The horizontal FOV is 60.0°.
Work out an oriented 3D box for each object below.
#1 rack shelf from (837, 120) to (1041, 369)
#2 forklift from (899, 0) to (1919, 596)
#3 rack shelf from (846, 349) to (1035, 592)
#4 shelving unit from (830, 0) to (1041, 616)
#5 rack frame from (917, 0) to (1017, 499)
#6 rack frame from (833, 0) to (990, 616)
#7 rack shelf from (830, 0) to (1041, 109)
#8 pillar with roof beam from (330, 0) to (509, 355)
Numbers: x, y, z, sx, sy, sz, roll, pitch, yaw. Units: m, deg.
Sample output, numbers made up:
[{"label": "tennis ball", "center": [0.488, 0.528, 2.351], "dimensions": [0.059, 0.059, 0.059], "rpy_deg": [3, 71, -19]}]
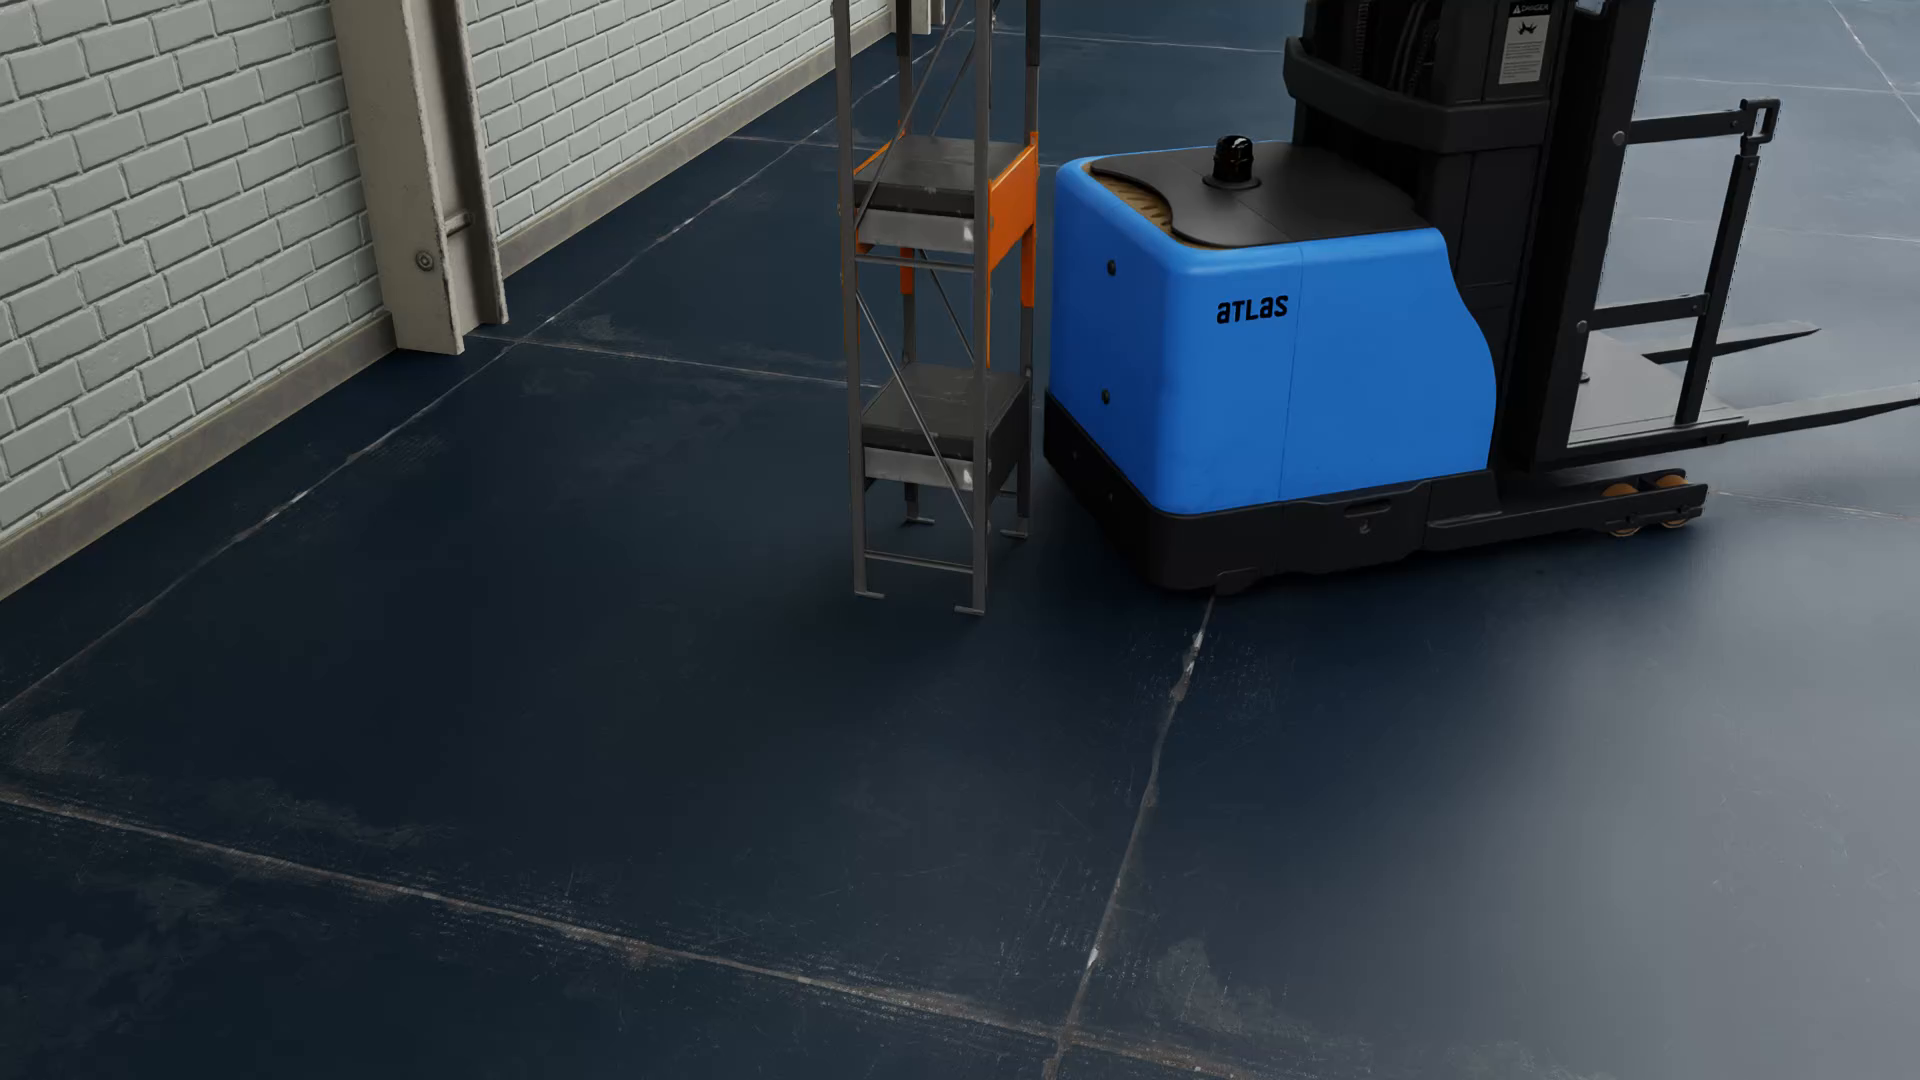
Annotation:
[{"label": "rack shelf", "center": [-0.049, -0.829, 4.608], "dimensions": [0.431, 0.518, 0.480], "rpy_deg": [8, 30, 15]}, {"label": "forklift", "center": [1.604, -1.486, 4.906], "dimensions": [3.560, 2.935, 1.130], "rpy_deg": [-9, 30, -15]}, {"label": "rack shelf", "center": [-0.049, -0.217, 4.948], "dimensions": [0.431, 0.518, 0.480], "rpy_deg": [8, 30, 15]}, {"label": "shelving unit", "center": [-0.049, -0.840, 4.599], "dimensions": [0.431, 2.100, 0.499], "rpy_deg": [8, 30, 15]}, {"label": "rack frame", "center": [0.022, -0.954, 4.805], "dimensions": [0.380, 1.831, 0.006], "rpy_deg": [8, 30, 15]}, {"label": "rack frame", "center": [-0.120, -0.727, 4.397], "dimensions": [0.400, 2.100, 0.015], "rpy_deg": [8, 30, 15]}, {"label": "rack shelf", "center": [-0.049, -1.440, 4.268], "dimensions": [0.431, 0.518, 0.480], "rpy_deg": [8, 30, 15]}, {"label": "pillar with roof beam", "center": [2.043, -4.162, 3.474], "dimensions": [9.100, 9.000, 0.400], "rpy_deg": [8, 30, 15]}]
